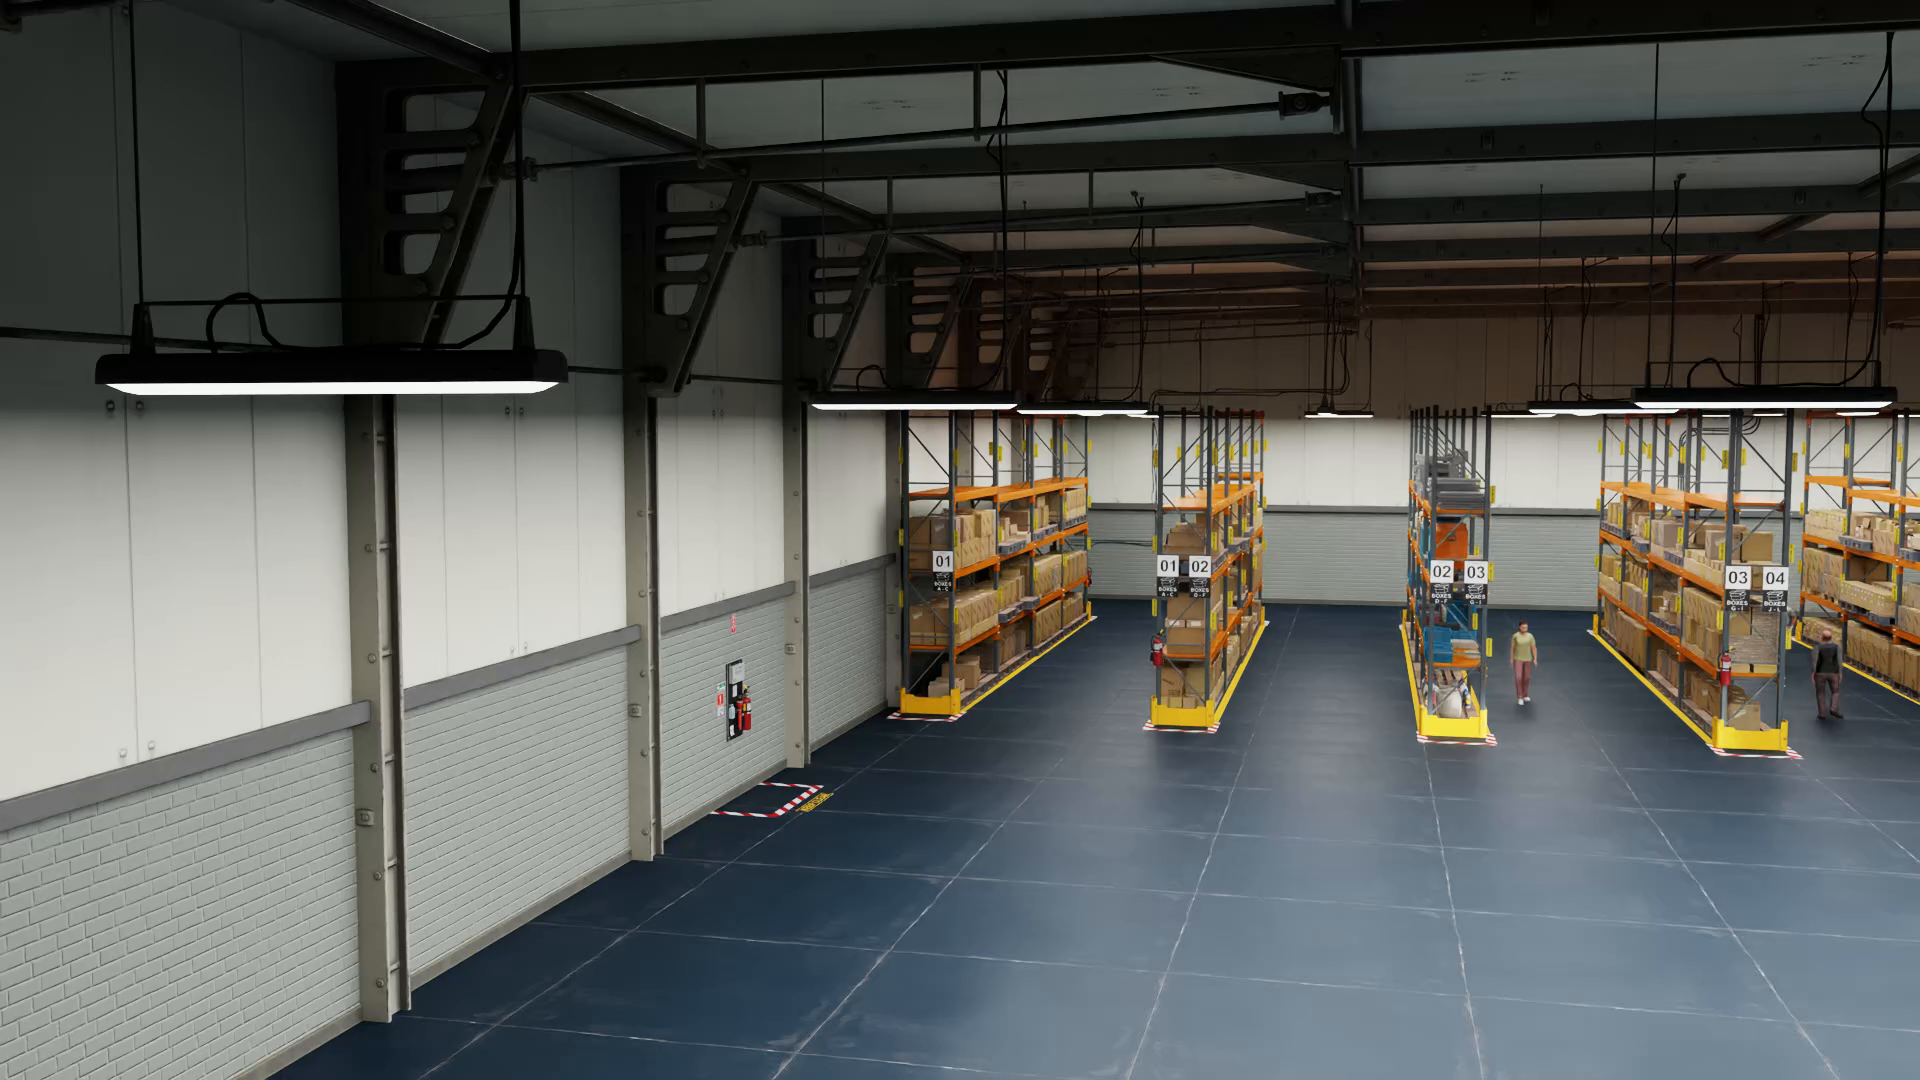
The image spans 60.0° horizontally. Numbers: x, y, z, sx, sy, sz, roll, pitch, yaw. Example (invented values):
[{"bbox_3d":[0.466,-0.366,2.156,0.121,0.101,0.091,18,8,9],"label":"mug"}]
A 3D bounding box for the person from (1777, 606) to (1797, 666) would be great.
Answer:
[{"bbox_3d":[19.030,2.117,38.634,0.661,1.684,0.641,2,4,24],"label":"person"}]

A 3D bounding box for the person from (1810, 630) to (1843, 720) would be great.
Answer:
[{"bbox_3d":[16.585,2.588,31.812,0.573,1.721,0.535,1,4,17],"label":"person"}]

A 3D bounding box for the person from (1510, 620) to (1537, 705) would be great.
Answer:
[{"bbox_3d":[11.447,2.481,33.763,0.504,1.709,0.568,1,4,9],"label":"person"}]
